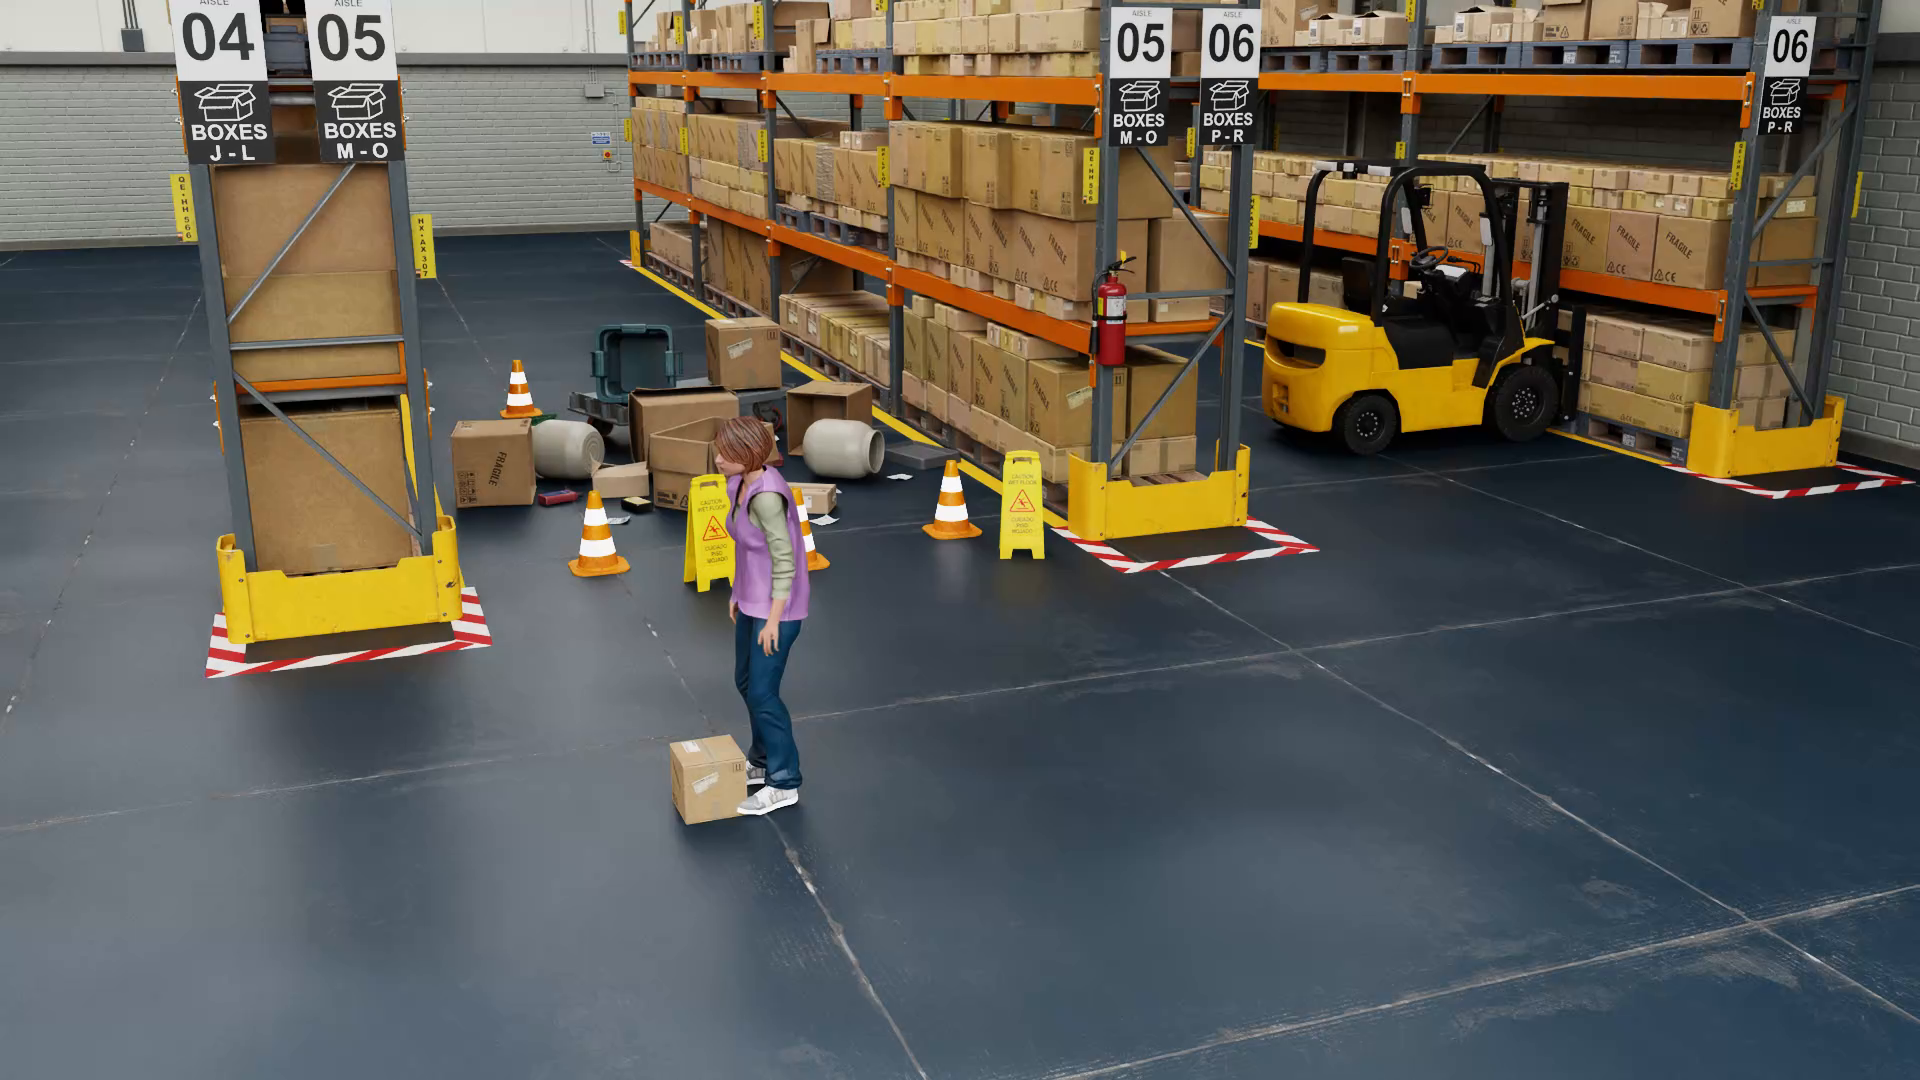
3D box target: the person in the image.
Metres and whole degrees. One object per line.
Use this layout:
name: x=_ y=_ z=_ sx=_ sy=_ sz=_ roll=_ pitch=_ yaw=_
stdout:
person: x=-0.779 y=0.289 z=6.551 sx=0.341 sy=1.582 sz=0.485 roll=-7 pitch=17 yaw=-23
